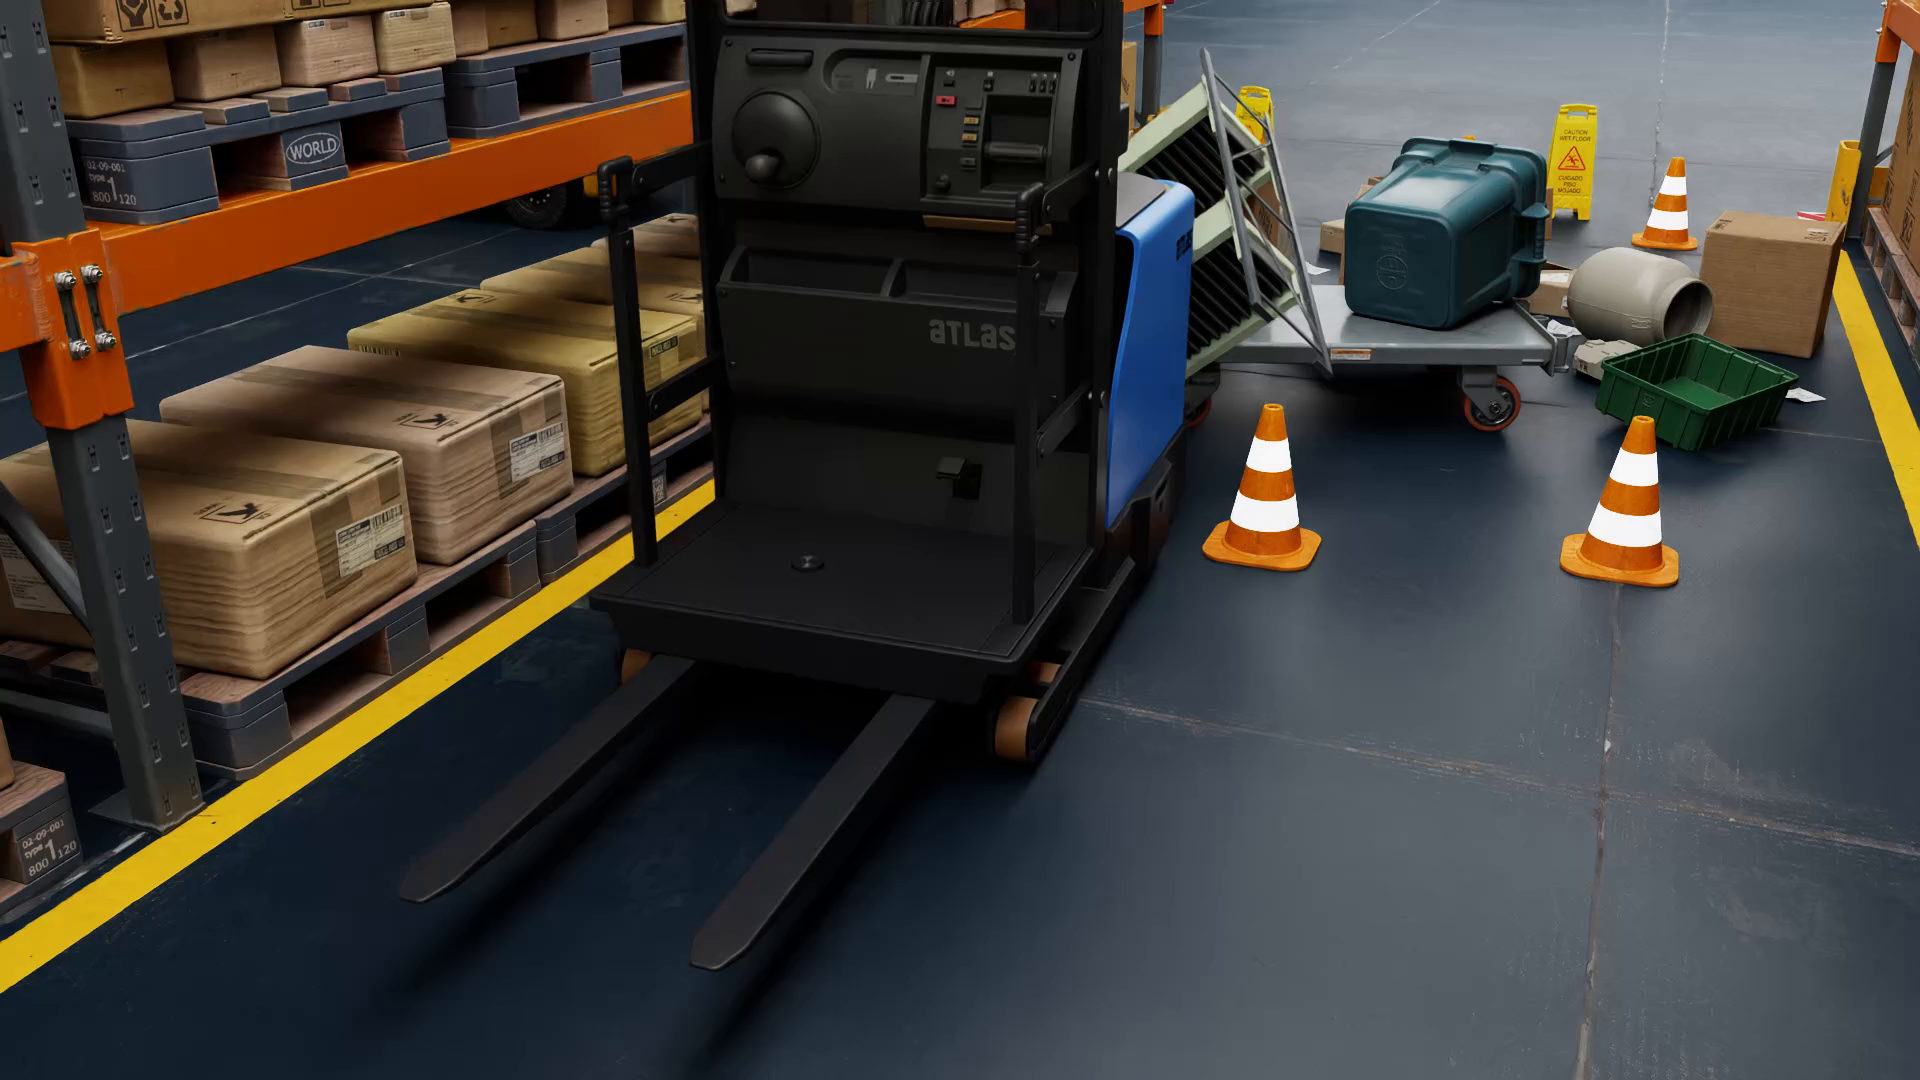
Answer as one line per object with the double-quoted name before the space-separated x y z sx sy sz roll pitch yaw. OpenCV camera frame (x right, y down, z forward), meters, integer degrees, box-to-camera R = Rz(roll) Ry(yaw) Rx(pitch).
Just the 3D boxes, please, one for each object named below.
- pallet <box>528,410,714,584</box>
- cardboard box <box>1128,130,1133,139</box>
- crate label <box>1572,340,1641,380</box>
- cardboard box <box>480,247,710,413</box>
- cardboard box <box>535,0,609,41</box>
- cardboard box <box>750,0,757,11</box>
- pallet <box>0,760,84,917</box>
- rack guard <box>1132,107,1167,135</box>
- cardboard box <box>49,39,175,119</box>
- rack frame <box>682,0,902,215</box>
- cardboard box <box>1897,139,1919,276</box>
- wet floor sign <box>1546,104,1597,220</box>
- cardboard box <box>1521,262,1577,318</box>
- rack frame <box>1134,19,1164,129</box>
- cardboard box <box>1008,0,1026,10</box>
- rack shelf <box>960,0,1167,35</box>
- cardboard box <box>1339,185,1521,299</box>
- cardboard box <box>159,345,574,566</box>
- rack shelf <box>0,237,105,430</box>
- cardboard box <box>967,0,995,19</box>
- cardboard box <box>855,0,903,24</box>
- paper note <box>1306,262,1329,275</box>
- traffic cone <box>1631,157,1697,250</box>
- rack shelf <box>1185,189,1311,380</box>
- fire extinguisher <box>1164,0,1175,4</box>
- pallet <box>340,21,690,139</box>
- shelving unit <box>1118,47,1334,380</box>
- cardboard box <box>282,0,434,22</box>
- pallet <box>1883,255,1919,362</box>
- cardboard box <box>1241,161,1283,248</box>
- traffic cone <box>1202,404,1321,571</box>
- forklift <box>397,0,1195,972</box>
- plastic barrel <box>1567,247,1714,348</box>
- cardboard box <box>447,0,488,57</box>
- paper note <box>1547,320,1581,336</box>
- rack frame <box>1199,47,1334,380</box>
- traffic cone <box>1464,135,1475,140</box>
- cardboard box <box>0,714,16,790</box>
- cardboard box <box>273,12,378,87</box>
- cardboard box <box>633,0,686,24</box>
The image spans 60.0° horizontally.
"pallet" -1.456 -0.250 5.574 1.003 0.211 1.213 9 24 20
"cardboard box" 0.710 -2.273 9.824 0.500 0.250 0.500 9 24 20
"crate label" 2.678 -0.729 6.817 0.298 0.136 0.250 -7 24 -17
"cardboard box" -1.173 -0.789 6.111 0.950 0.372 0.625 10 25 23
"cardboard box" -1.264 -1.561 4.876 0.380 0.149 0.250 10 25 22
"cardboard box" -0.828 -1.918 5.732 0.380 0.149 0.250 8 24 19
"pallet" -2.565 0.736 3.214 1.003 0.211 1.213 9 24 20
"rack guard" 0.741 -2.504 10.597 1.175 0.500 0.348 9 24 20
"cardboard box" -1.909 -0.990 3.508 0.380 0.149 0.250 7 24 17
"rack frame" -0.716 -2.253 6.753 1.000 3.000 0.127 9 24 20
"cardboard box" 4.887 -1.658 7.540 0.875 0.875 0.875 8 24 19
"wet floor sign" 3.575 -2.220 9.727 0.267 0.644 0.232 5 23 11
"cardboard box" 2.845 -1.198 7.774 0.396 0.266 0.258 13 26 29
"rack frame" 0.769 -3.685 10.180 1.000 3.000 0.127 9 24 20
"cardboard box" 0.182 -2.661 8.054 0.380 0.149 0.250 9 24 20
"rack shelf" 0.027 -2.637 8.605 1.077 0.370 4.000 9 24 20
"cardboard box" 2.128 -1.269 7.458 0.797 0.637 0.503 9 24 20
"cardboard box" -1.716 -0.269 4.867 0.950 0.372 0.625 8 24 19
"rack shelf" -2.945 0.226 1.751 1.077 0.370 4.000 9 24 20
"cardboard box" -0.061 -2.485 7.633 0.380 0.149 0.250 10 25 22
"cardboard box" -0.302 -2.204 6.961 0.380 0.149 0.250 9 24 20
"paper note" 1.812 -1.404 8.586 0.148 0.019 0.142 19 29 38
"traffic cone" 3.887 -1.855 9.091 0.336 0.463 0.334 9 24 20
"rack shelf" 0.751 -0.729 5.548 0.720 0.431 0.370 -34 37 30
"fire extinguisher" 1.240 -3.624 10.135 0.296 0.674 0.183 9 24 20
"pallet" -1.505 -1.448 5.073 1.003 0.211 1.213 9 24 20
"shelving unit" 0.750 -0.963 5.775 0.755 0.431 1.500 -34 37 30
"cardboard box" -1.633 -1.515 3.924 0.500 0.500 0.500 10 25 23
"pallet" 4.724 -0.993 7.354 1.003 0.211 1.213 9 24 20
"cardboard box" 0.947 -1.205 6.504 0.500 0.500 0.500 9 24 20
"traffic cone" 0.944 -0.192 5.109 0.336 0.463 0.334 9 24 20
"forklift" -0.233 -0.993 3.825 1.130 2.935 3.031 8 24 18
"plastic barrel" 2.914 -1.018 7.137 0.421 0.421 0.512 -12 25 -26
"cardboard box" -1.490 -1.370 4.419 0.380 0.149 0.250 10 25 23
"paper note" 2.722 -0.955 7.507 0.172 0.023 0.155 19 29 38
"rack frame" 1.013 -1.141 5.594 0.023 0.400 1.500 -34 37 30
"traffic cone" 2.964 -2.138 9.769 0.336 0.463 0.334 9 24 20
"cardboard box" -2.536 0.200 3.091 0.875 0.875 0.875 9 24 20
"cardboard box" -1.628 -1.177 3.958 0.380 0.149 0.250 7 24 17
"cardboard box" -1.044 -1.745 5.316 0.380 0.149 0.250 9 24 20
